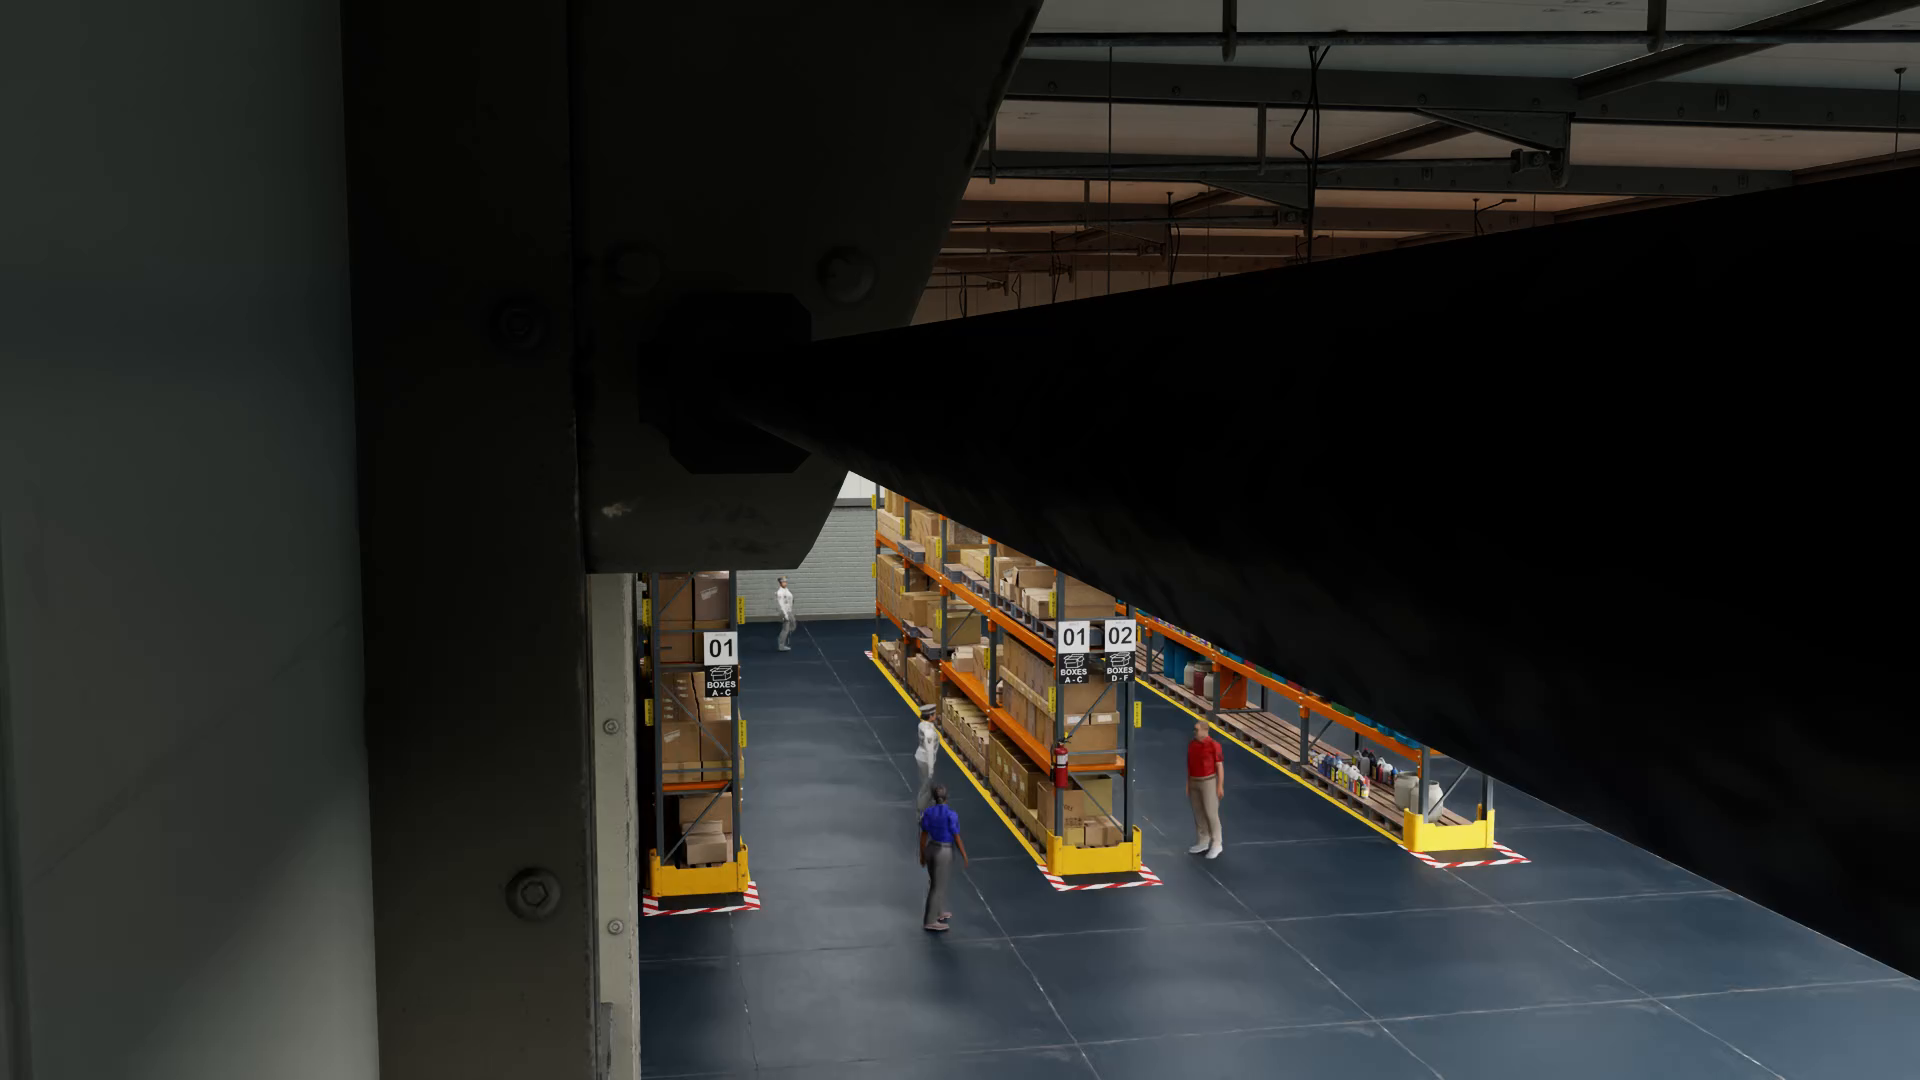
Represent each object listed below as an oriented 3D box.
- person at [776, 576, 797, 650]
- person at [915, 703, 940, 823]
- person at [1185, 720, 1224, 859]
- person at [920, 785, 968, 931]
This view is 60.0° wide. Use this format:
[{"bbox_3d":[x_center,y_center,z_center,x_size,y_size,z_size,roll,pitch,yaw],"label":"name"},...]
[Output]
[{"bbox_3d":[-3.899,1.640,37.396,0.445,1.682,0.512,0,6,-3],"label":"person"},{"bbox_3d":[-0.422,3.119,23.190,0.405,1.690,0.509,-1,6,-9],"label":"person"},{"bbox_3d":[3.182,3.253,21.801,0.385,1.777,0.604,-5,8,-39],"label":"person"},{"bbox_3d":[-0.190,3.585,18.902,0.554,1.649,0.526,-5,8,-39],"label":"person"}]
